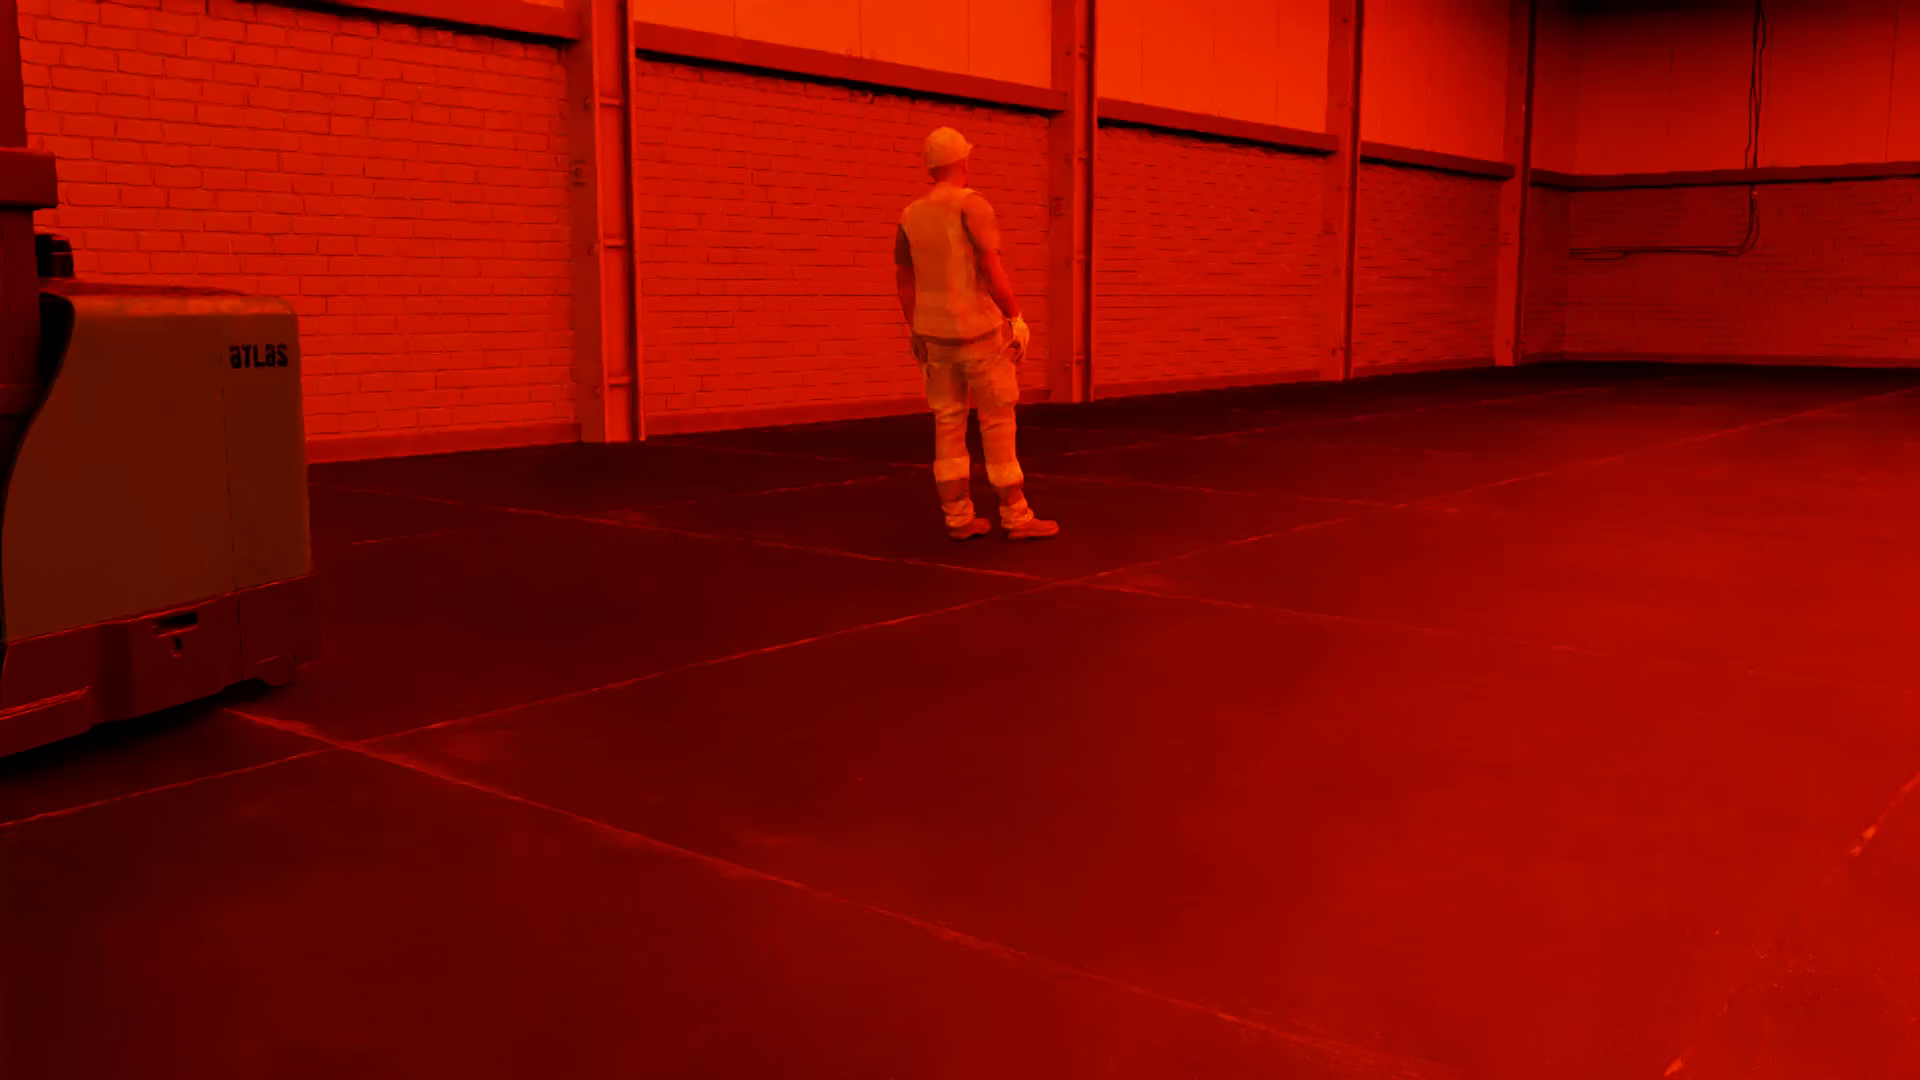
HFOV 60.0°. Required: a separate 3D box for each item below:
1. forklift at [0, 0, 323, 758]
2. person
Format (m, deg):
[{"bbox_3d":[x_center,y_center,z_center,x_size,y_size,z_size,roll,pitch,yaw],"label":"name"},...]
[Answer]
[{"bbox_3d":[-2.750,-0.877,3.273,1.130,2.935,3.031,3,9,19],"label":"forklift"},{"bbox_3d":[0.060,-0.900,7.329,0.636,1.787,0.563,7,11,38],"label":"person"}]
